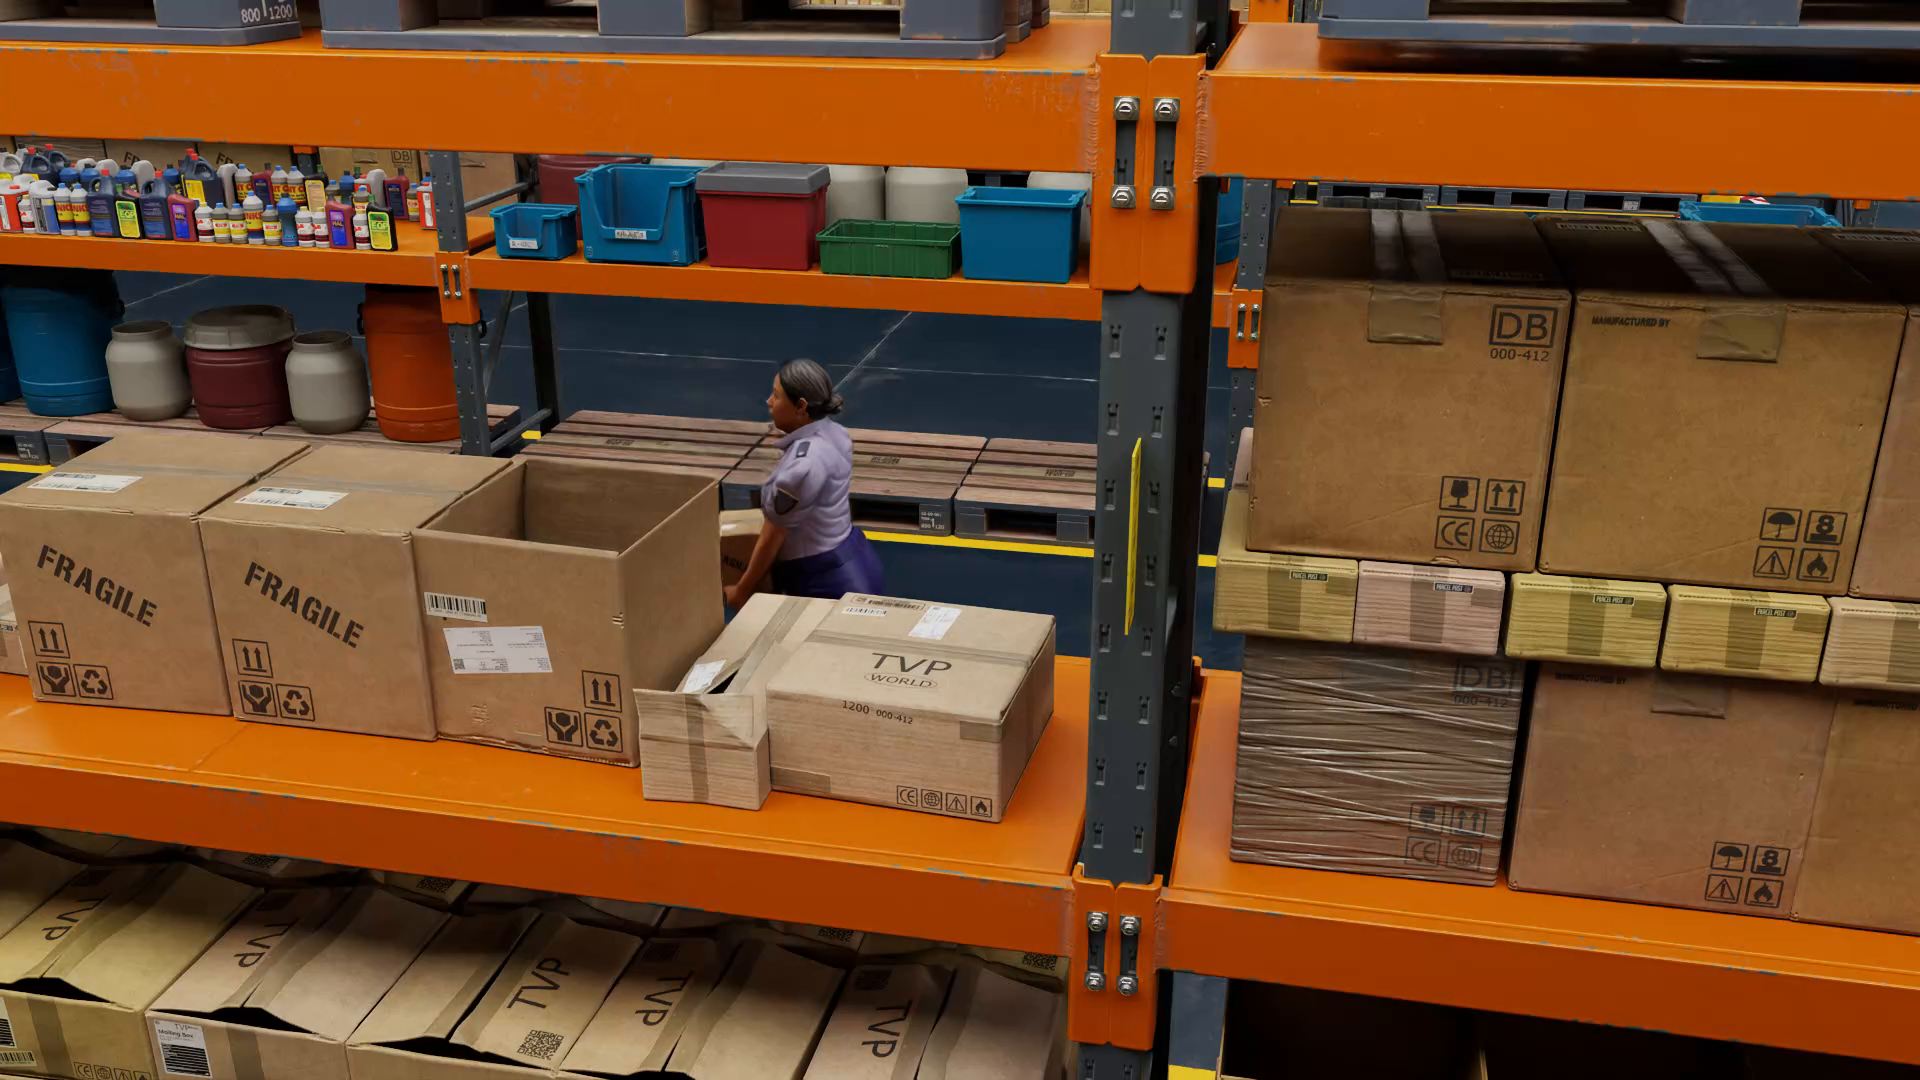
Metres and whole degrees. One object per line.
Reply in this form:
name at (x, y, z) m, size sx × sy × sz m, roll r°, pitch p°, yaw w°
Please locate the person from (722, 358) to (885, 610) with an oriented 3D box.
person at (-0.546, 0.174, 5.687) m, size 0.540 × 1.644 × 0.435 m, roll 4°, pitch 22°, yaw 10°
